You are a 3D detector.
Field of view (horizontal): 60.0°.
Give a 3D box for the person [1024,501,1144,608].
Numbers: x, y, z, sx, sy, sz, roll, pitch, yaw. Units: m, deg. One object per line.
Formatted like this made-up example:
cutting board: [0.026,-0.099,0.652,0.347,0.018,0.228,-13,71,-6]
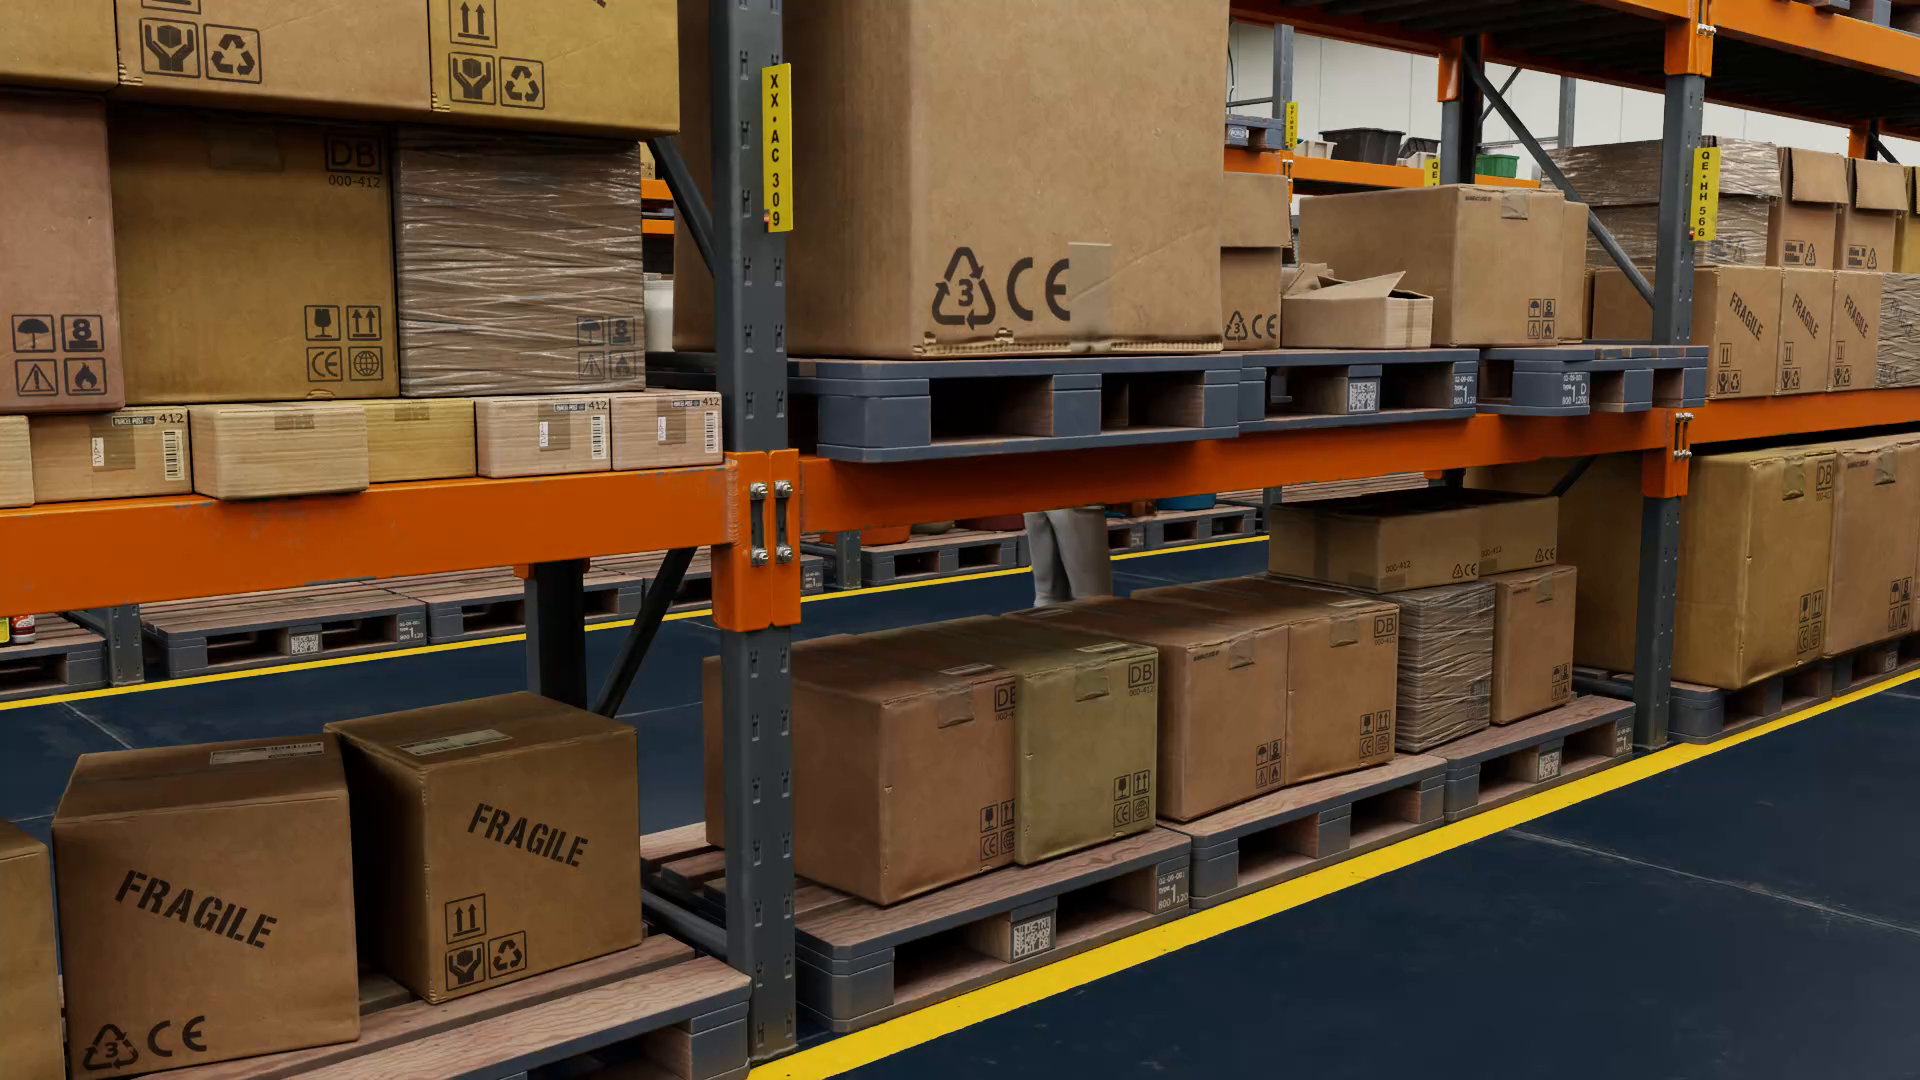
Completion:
person: [0.476,-0.108,6.656,0.545,1.668,0.431,-7,10,-41]
